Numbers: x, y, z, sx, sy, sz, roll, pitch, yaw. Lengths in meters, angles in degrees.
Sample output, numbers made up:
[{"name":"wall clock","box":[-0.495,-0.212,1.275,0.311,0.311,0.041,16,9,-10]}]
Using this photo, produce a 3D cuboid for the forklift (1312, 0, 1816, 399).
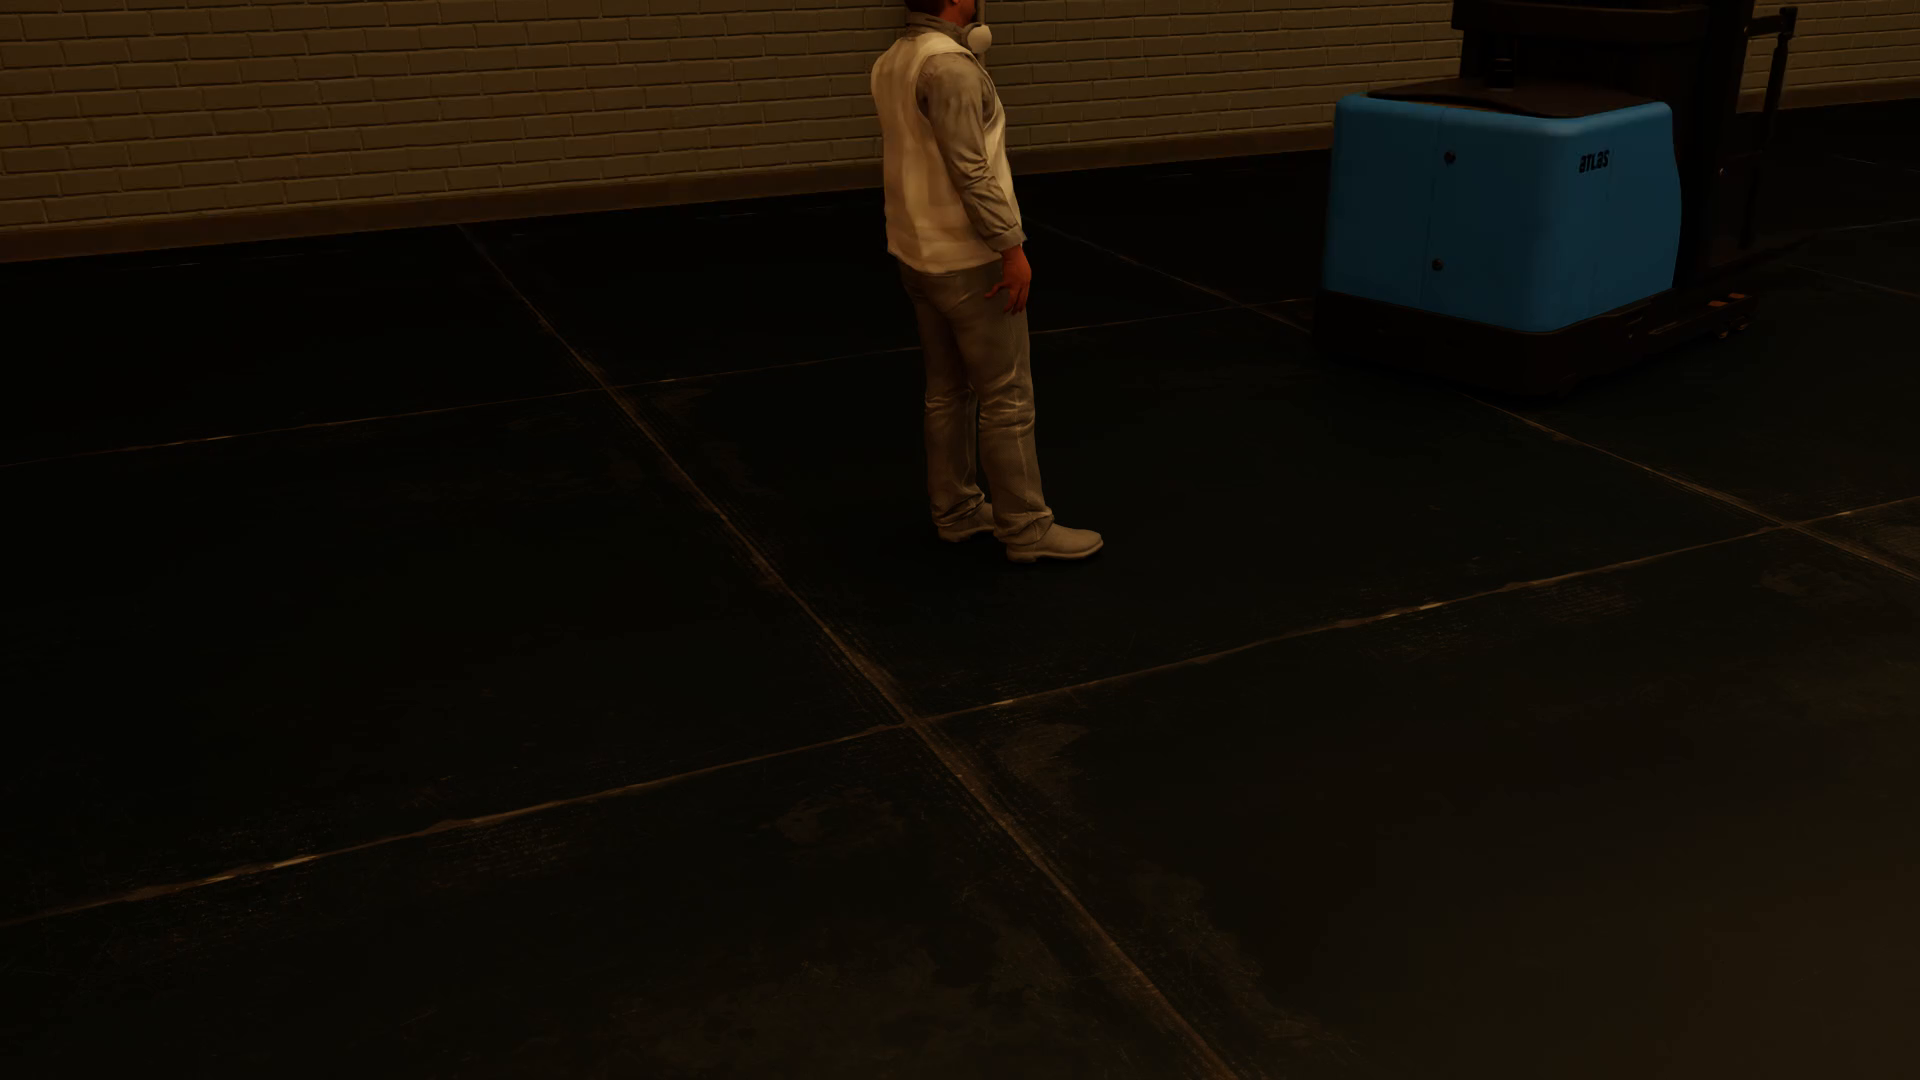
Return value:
[{"name":"forklift","box":[2.873,-2.352,6.948,3.031,2.935,1.130,-20,30,-39]}]

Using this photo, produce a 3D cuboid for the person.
[{"name":"person","box":[0.060,-0.834,4.782,0.566,1.775,0.633,-10,25,-23]}]
